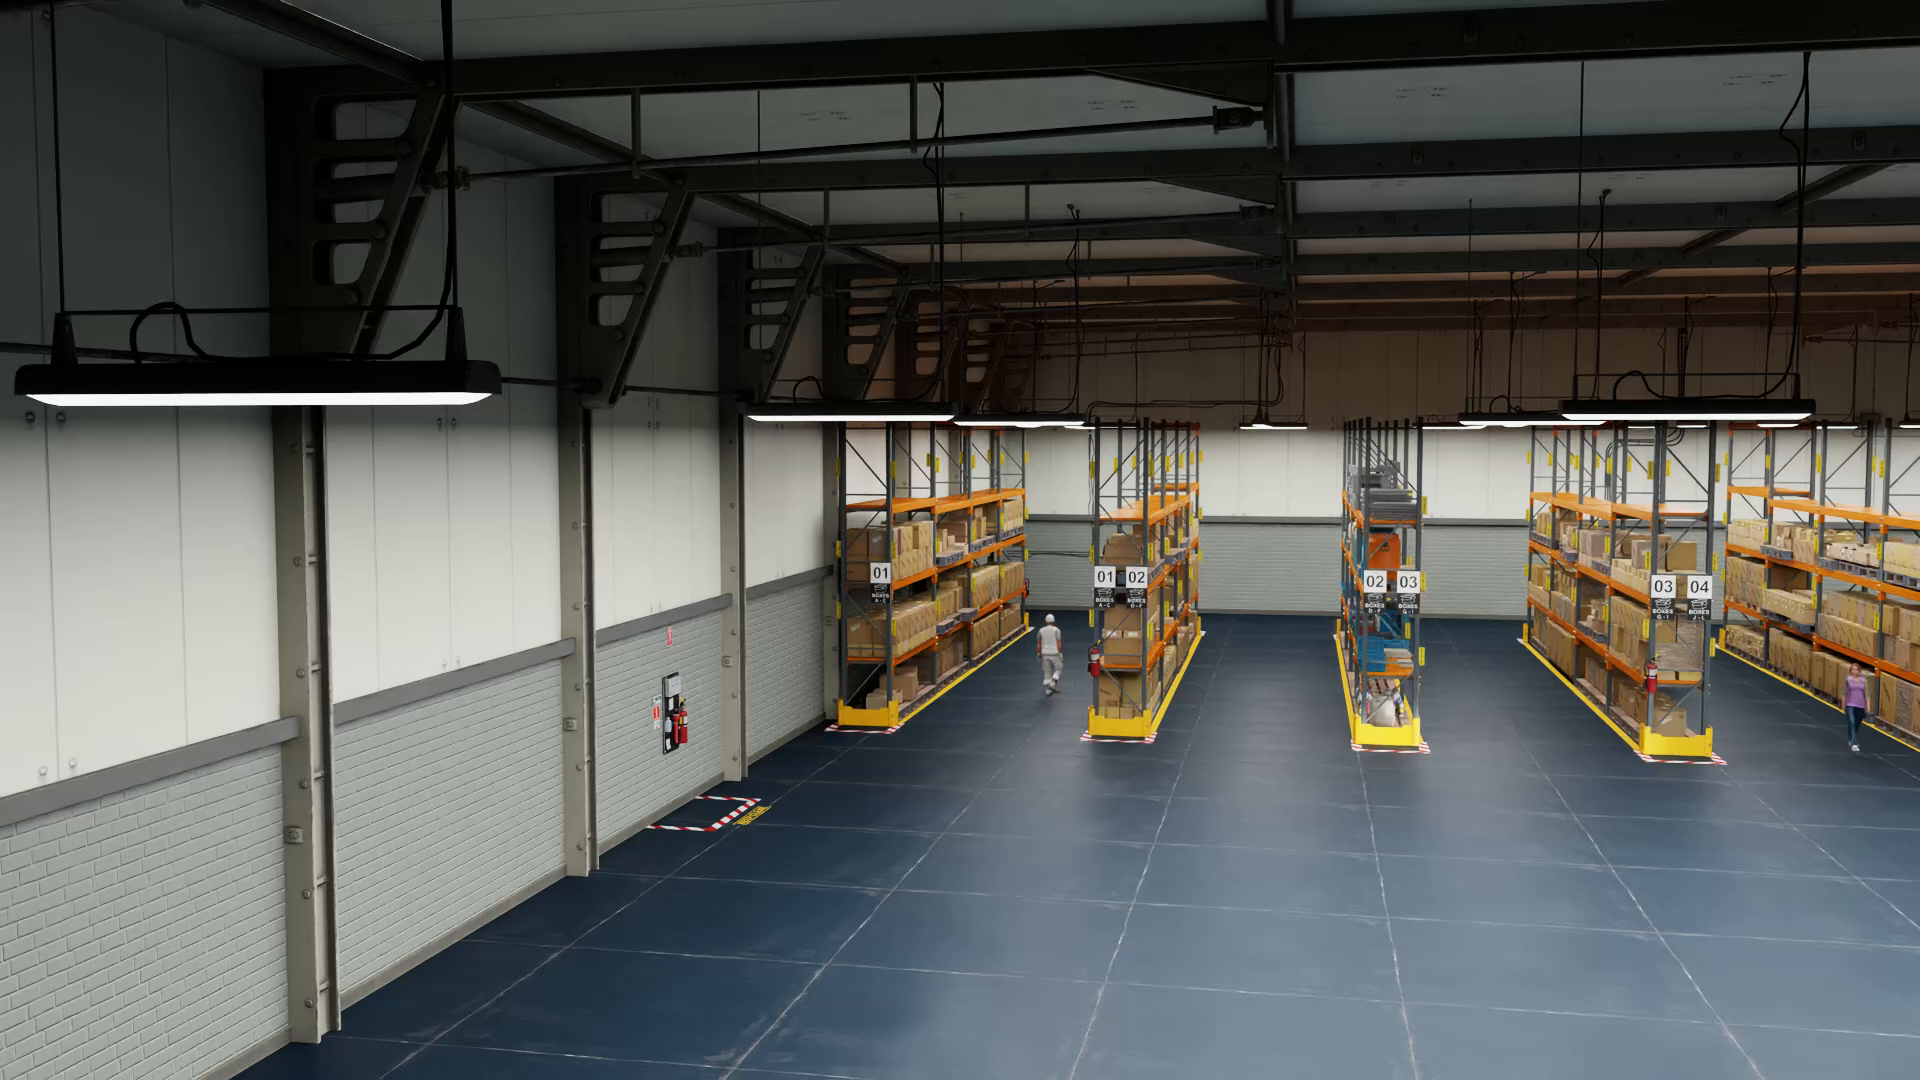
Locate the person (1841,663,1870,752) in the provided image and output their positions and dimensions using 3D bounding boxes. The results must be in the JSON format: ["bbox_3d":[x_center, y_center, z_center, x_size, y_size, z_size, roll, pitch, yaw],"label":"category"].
[{"bbox_3d":[16.087,3.041,29.837,0.432,1.447,0.903,1,4,16],"label":"person"}]

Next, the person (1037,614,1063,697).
[{"bbox_3d":[1.936,2.495,35.954,0.584,1.782,0.492,2,4,22],"label":"person"}]
